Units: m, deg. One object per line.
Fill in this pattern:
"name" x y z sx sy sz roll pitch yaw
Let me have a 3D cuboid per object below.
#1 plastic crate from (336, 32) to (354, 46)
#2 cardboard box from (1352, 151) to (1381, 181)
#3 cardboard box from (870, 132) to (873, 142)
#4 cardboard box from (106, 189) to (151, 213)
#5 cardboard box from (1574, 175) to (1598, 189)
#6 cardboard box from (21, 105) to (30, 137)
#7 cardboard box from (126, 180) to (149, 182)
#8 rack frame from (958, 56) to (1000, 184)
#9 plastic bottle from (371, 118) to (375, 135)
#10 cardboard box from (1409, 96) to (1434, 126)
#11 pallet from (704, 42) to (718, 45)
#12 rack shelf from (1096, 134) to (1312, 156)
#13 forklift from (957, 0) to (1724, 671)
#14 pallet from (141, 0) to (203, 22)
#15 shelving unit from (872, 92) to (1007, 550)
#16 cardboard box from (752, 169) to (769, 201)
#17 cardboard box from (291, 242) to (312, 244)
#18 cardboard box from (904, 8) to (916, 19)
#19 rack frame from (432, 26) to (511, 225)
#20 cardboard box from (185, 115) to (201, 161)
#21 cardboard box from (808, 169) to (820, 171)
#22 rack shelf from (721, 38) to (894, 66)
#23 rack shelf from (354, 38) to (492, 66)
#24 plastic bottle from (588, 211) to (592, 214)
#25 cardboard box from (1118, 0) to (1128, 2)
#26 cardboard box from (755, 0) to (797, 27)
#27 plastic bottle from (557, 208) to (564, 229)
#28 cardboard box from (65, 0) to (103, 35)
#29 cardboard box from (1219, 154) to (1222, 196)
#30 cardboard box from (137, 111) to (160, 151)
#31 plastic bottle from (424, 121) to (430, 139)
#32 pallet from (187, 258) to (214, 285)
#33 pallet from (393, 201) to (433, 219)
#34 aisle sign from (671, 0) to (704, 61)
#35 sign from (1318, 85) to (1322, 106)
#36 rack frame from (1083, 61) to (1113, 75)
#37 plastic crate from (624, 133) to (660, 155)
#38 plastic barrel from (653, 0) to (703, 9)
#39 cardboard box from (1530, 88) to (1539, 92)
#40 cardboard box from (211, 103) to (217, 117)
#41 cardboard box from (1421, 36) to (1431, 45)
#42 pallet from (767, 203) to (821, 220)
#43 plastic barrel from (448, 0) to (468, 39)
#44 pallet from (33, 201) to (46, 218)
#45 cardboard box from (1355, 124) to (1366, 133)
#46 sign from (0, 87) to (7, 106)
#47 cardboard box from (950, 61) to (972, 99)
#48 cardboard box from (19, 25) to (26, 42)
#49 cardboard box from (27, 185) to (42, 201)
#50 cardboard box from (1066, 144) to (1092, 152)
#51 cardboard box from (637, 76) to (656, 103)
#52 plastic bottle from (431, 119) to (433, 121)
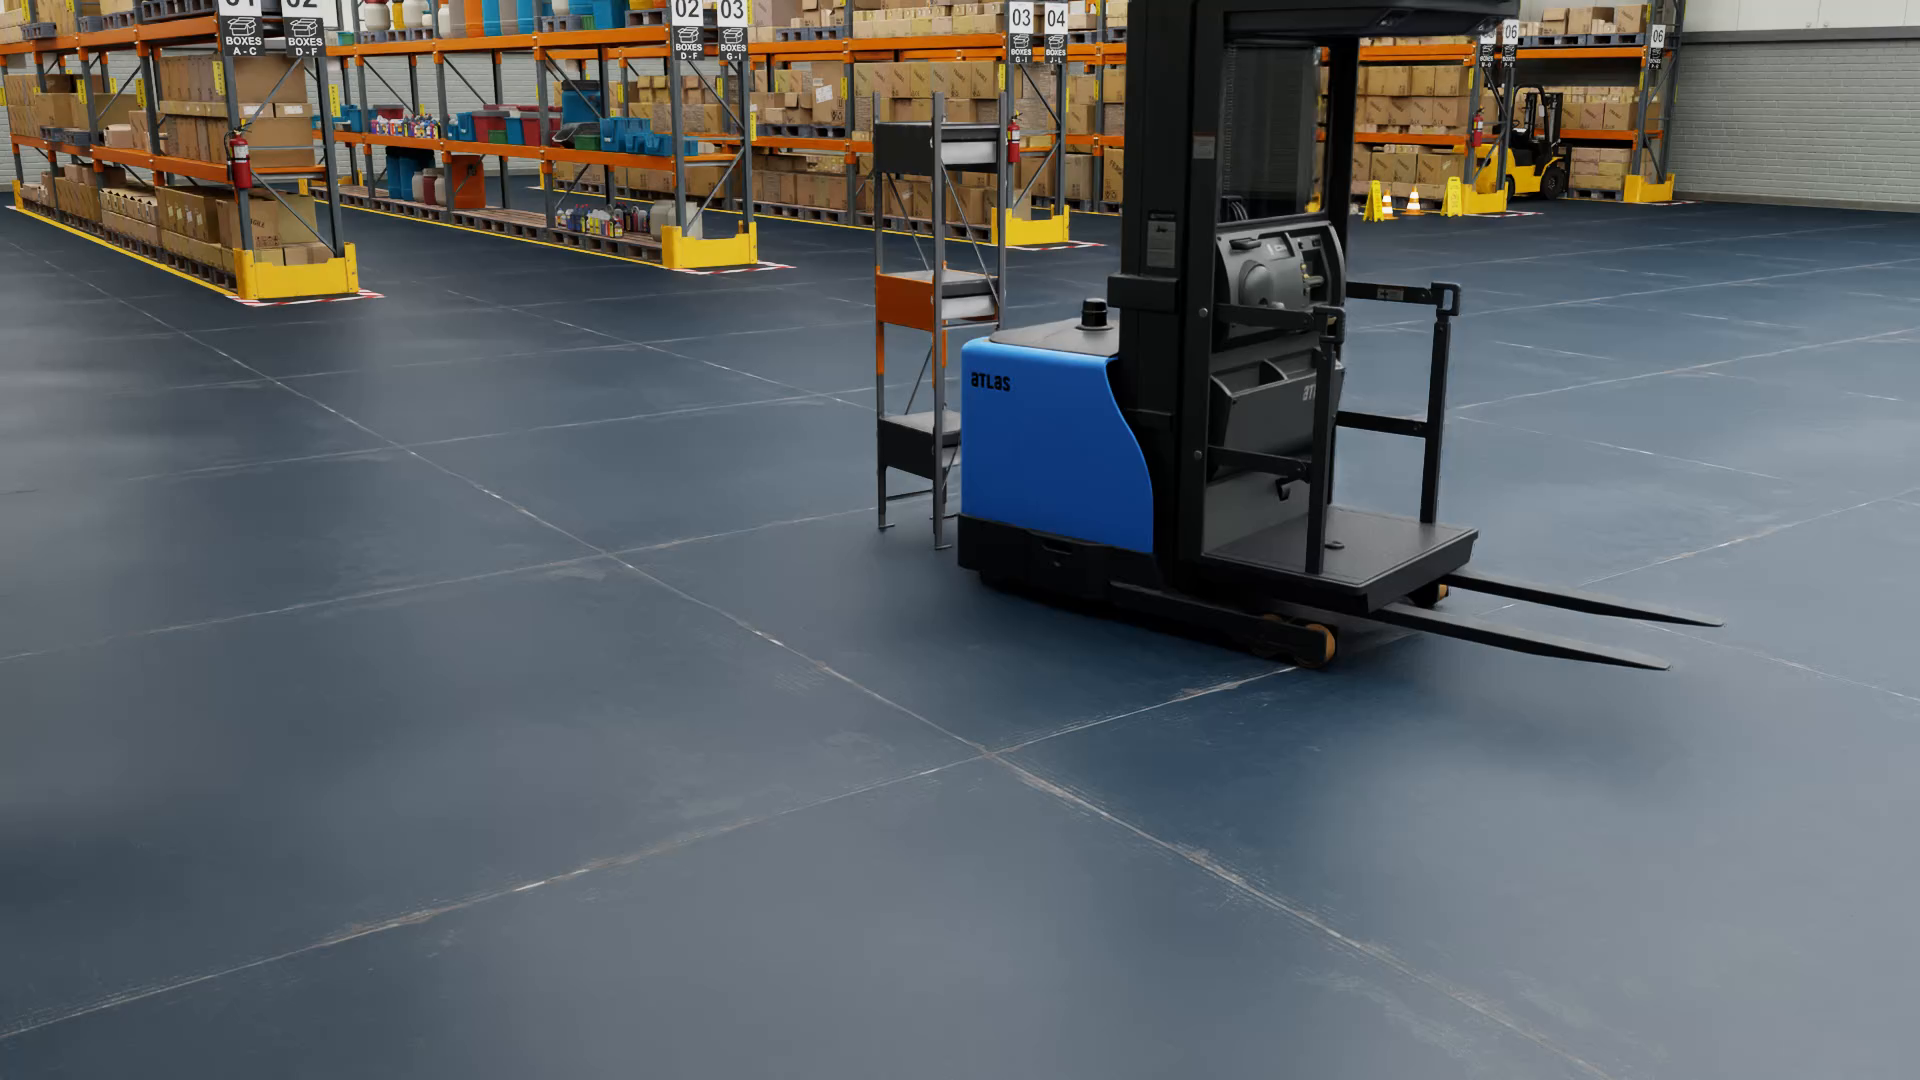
"plastic crate" -10.829 -8.889 29.507 0.416 0.233 0.300 -11 19 -35
"cardboard box" 7.447 -6.824 30.318 0.500 0.500 0.500 -10 18 -32
"cardboard box" -1.136 -6.121 25.232 0.380 0.149 0.250 -11 19 -35
"cardboard box" -11.306 -4.635 22.678 0.500 0.311 0.500 -11 19 -36
"cardboard box" 12.239 -6.929 32.125 0.500 0.250 0.500 -11 19 -35
"cardboard box" -15.456 -7.053 27.974 0.500 0.500 0.500 -11 19 -34
"cardboard box" -12.643 -5.234 25.418 0.500 0.500 0.500 -12 19 -36
"rack frame" 0.394 -8.041 31.774 1.000 3.000 0.127 -11 19 -35
"plastic bottle" -10.165 -7.177 28.839 0.061 0.283 0.133 -11 19 -35
"cardboard box" 8.210 -7.495 29.027 0.500 0.500 0.500 -11 19 -34
"pallet" -4.099 -8.778 29.141 1.213 0.211 1.003 -10 18 -32
"rack shelf" 3.922 -6.413 27.188 1.077 0.370 4.000 -11 19 -35
"forklift" 1.443 -1.085 6.489 3.031 2.935 1.130 12 20 38
"pallet" -8.818 -6.128 19.269 1.003 0.211 1.213 -11 19 -35
"shelving unit" -0.097 -1.048 7.928 0.431 2.100 0.503 -11 19 -35
"cardboard box" -3.267 -6.159 28.800 0.700 0.500 0.500 -12 19 -37
"cardboard box" -7.421 -3.179 18.423 0.500 0.250 0.500 -11 19 -35
"cardboard box" -0.586 -7.616 24.066 0.380 0.149 0.250 -11 19 -36
"rack frame" -7.684 -6.524 26.231 1.000 3.000 0.127 -11 19 -35
"cardboard box" -8.467 -4.637 19.147 0.700 0.500 0.500 -11 19 -34
"cardboard box" -3.073 -7.975 36.136 0.380 0.149 0.250 -11 19 -35
"rack shelf" -2.501 -7.966 27.179 1.077 0.370 4.000 -11 19 -35
"rack shelf" -8.860 -8.051 27.490 1.077 0.370 4.000 -11 19 -35
"plastic bottle" -5.010 -4.317 22.503 0.097 0.271 0.097 0 15 0
"cardboard box" 2.836 -8.963 27.441 0.380 0.149 0.250 -11 19 -35
"cardboard box" -3.012 -8.674 27.266 0.500 0.500 0.500 -12 19 -36
"plastic bottle" -5.499 -4.430 22.915 0.097 0.271 0.097 0 15 0
"cardboard box" -11.976 -7.339 23.337 0.910 0.500 0.500 -11 19 -35
"cardboard box" 4.646 -5.645 26.249 0.875 0.875 0.875 -11 19 -34
"cardboard box" -10.383 -5.336 21.701 0.500 0.500 0.500 -11 19 -34
"plastic bottle" -8.570 -6.601 26.754 0.097 0.271 0.097 0 15 0
"pallet" -8.185 -3.120 19.075 1.003 0.211 1.213 -11 19 -35
"pallet" -8.894 -5.601 28.142 1.003 0.211 1.213 -11 19 -35
"aisle sign" -3.178 -6.008 19.422 0.394 0.787 0.004 -11 19 -35
"sign" 5.550 -6.874 25.718 0.100 0.325 0.005 -11 19 -35
"rack frame" 3.648 -11.311 43.719 1.000 3.000 0.127 -11 19 -35
"plastic crate" -3.893 -4.944 20.740 0.499 0.251 0.408 -11 19 -35
"plastic barrel" -3.368 -6.756 19.789 0.600 0.830 0.708 -11 19 -35
"cardboard box" 11.472 -8.876 32.842 0.380 0.149 0.250 -11 19 -35
"cardboard box" -7.819 -4.625 17.875 0.380 0.149 0.250 -11 19 -34
"cardboard box" 8.210 -8.656 28.813 0.380 0.149 0.250 -11 19 -34
"pallet" -2.506 -5.521 27.846 1.003 0.211 1.213 -11 19 -35
"plastic barrel" -7.376 -8.004 25.005 0.600 0.901 0.600 0 15 0
"pallet" -15.169 -5.673 28.403 1.003 0.211 1.213 -11 19 -35
"cardboard box" 7.361 -7.464 30.141 0.380 0.149 0.250 -11 19 -34
"sign" -16.835 -7.798 29.244 0.100 0.325 0.005 -11 19 -35
"cardboard box" 0.205 -6.444 23.290 0.500 0.500 0.500 -11 19 -35
"cardboard box" -14.831 -8.156 26.794 0.500 0.250 0.500 -11 19 -35
"cardboard box" -15.718 -5.977 28.606 0.500 0.250 0.500 -11 19 -35
"cardboard box" 2.953 -8.551 36.867 0.875 0.875 0.875 -10 18 -33
"cardboard box" -5.647 -8.544 31.521 0.797 0.503 0.637 -11 19 -36
"plastic bottle" -9.031 -7.099 28.565 0.152 0.276 0.135 -11 19 -35
